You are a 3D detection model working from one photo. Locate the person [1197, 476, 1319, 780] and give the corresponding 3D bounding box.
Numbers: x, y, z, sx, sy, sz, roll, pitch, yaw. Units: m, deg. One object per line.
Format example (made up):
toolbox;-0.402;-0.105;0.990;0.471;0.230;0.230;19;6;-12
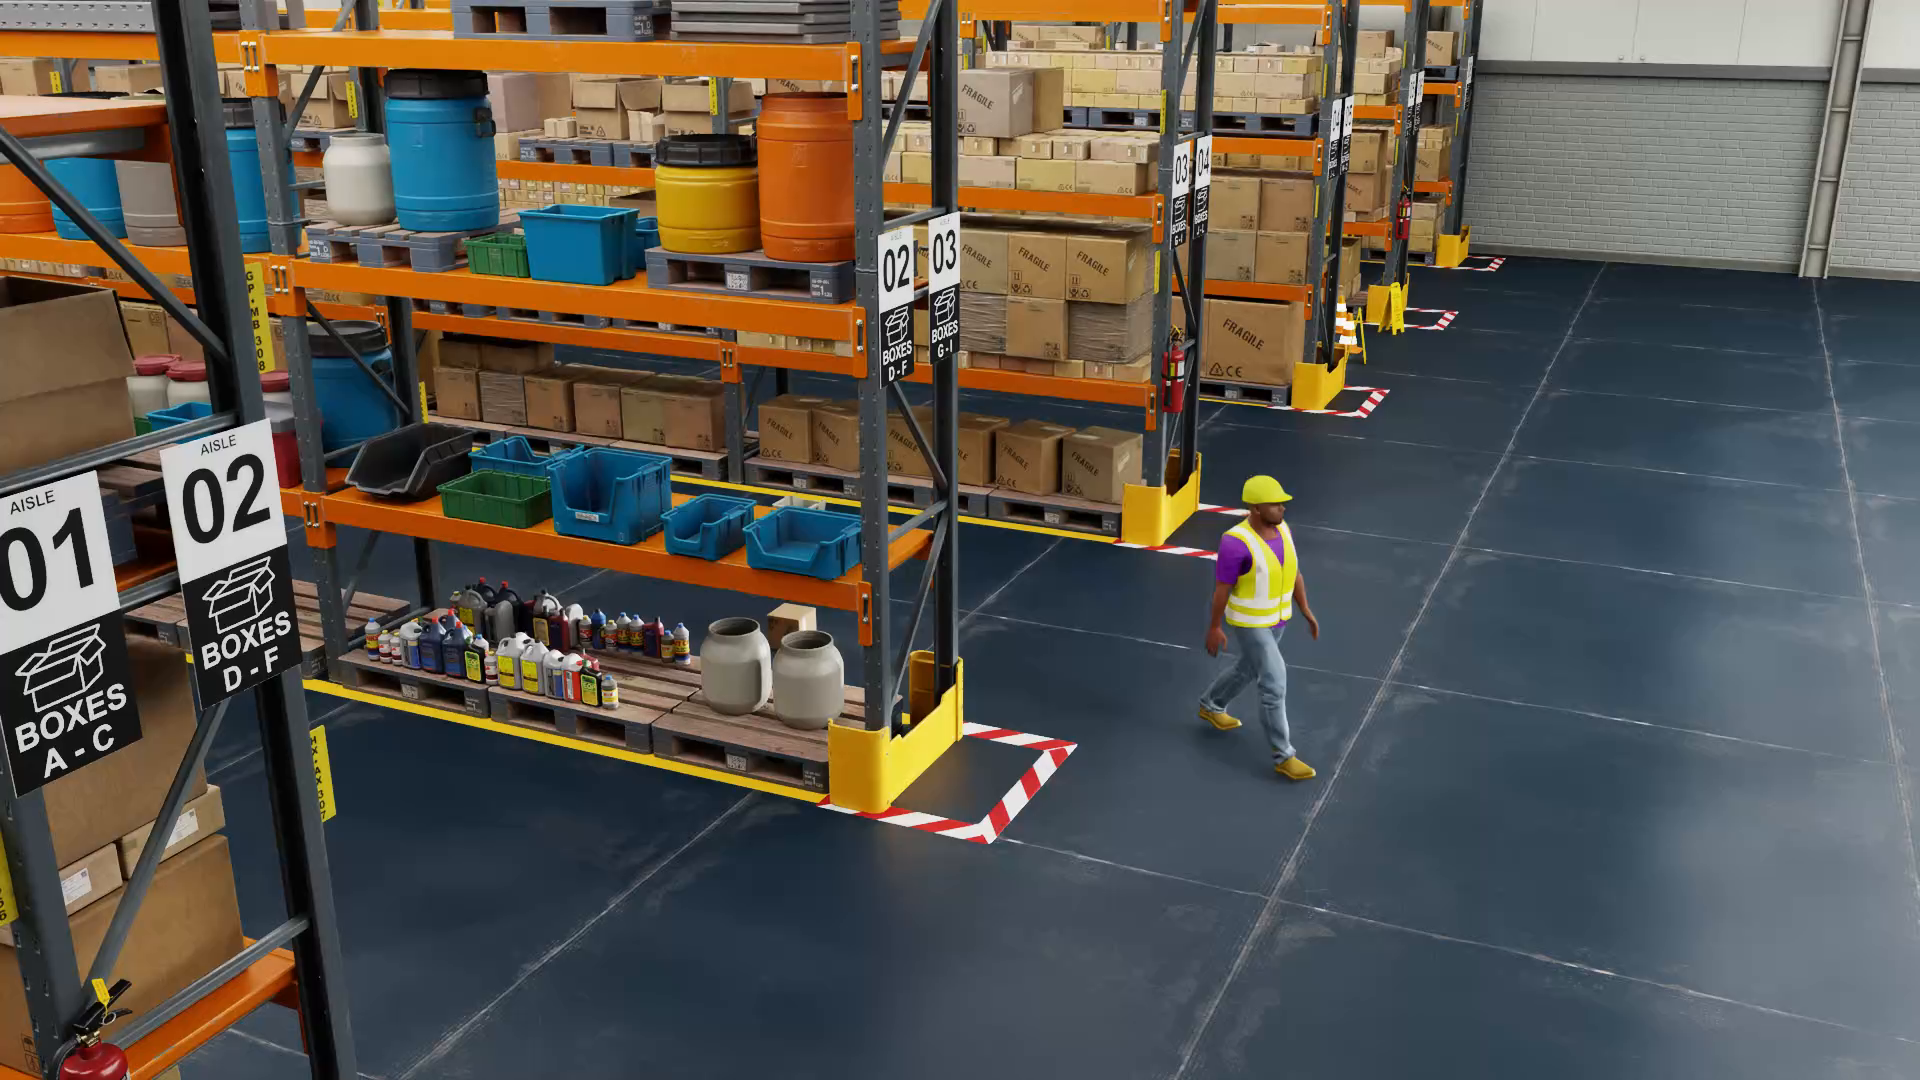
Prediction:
person;1.775;0.463;9.692;0.996;1.733;0.588;18;26;42
